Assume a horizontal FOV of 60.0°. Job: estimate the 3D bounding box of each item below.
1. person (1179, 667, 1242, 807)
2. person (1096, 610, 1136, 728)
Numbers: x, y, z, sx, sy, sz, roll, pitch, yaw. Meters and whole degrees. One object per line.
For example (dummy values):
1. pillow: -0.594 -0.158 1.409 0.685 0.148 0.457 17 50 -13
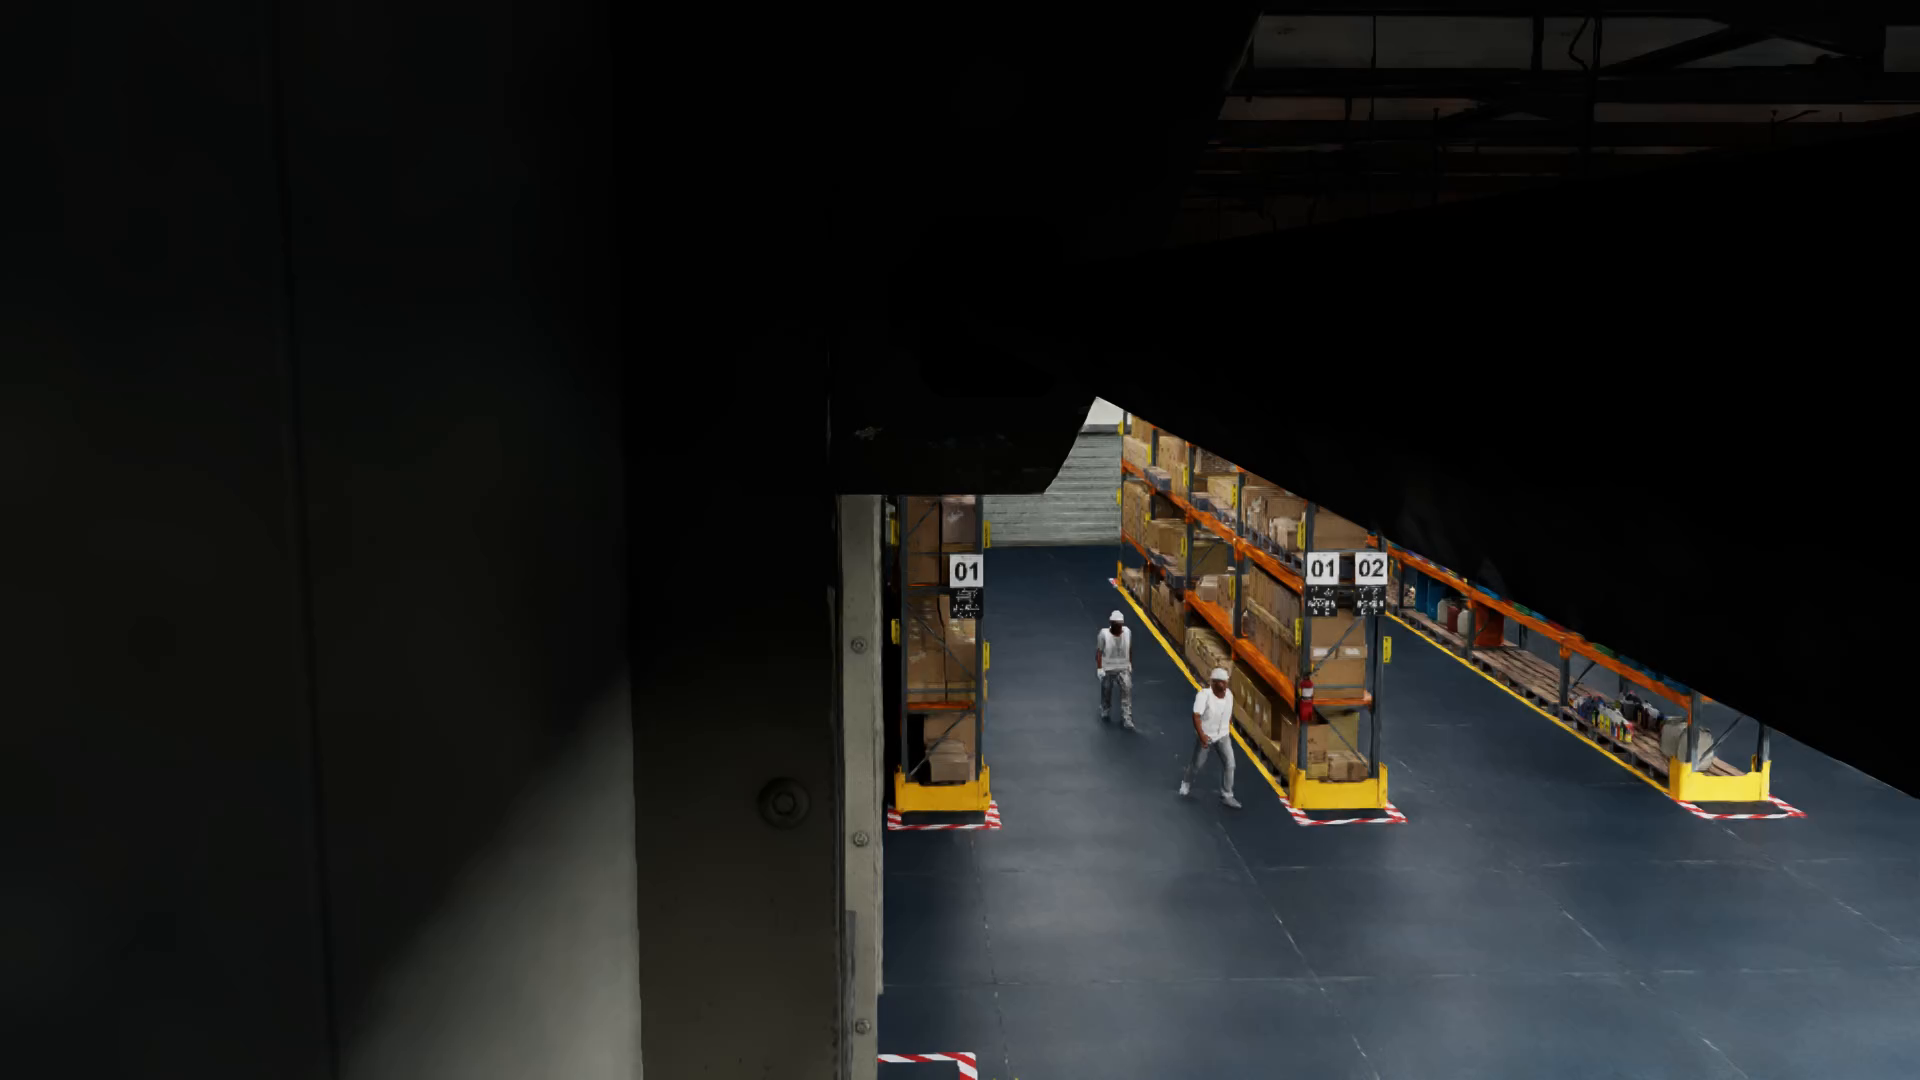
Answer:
1. person: 3.139 2.418 20.789 0.640 1.719 0.865 -3 9 -21
2. person: 2.292 1.868 24.498 0.571 1.701 1.112 -1 8 -4
